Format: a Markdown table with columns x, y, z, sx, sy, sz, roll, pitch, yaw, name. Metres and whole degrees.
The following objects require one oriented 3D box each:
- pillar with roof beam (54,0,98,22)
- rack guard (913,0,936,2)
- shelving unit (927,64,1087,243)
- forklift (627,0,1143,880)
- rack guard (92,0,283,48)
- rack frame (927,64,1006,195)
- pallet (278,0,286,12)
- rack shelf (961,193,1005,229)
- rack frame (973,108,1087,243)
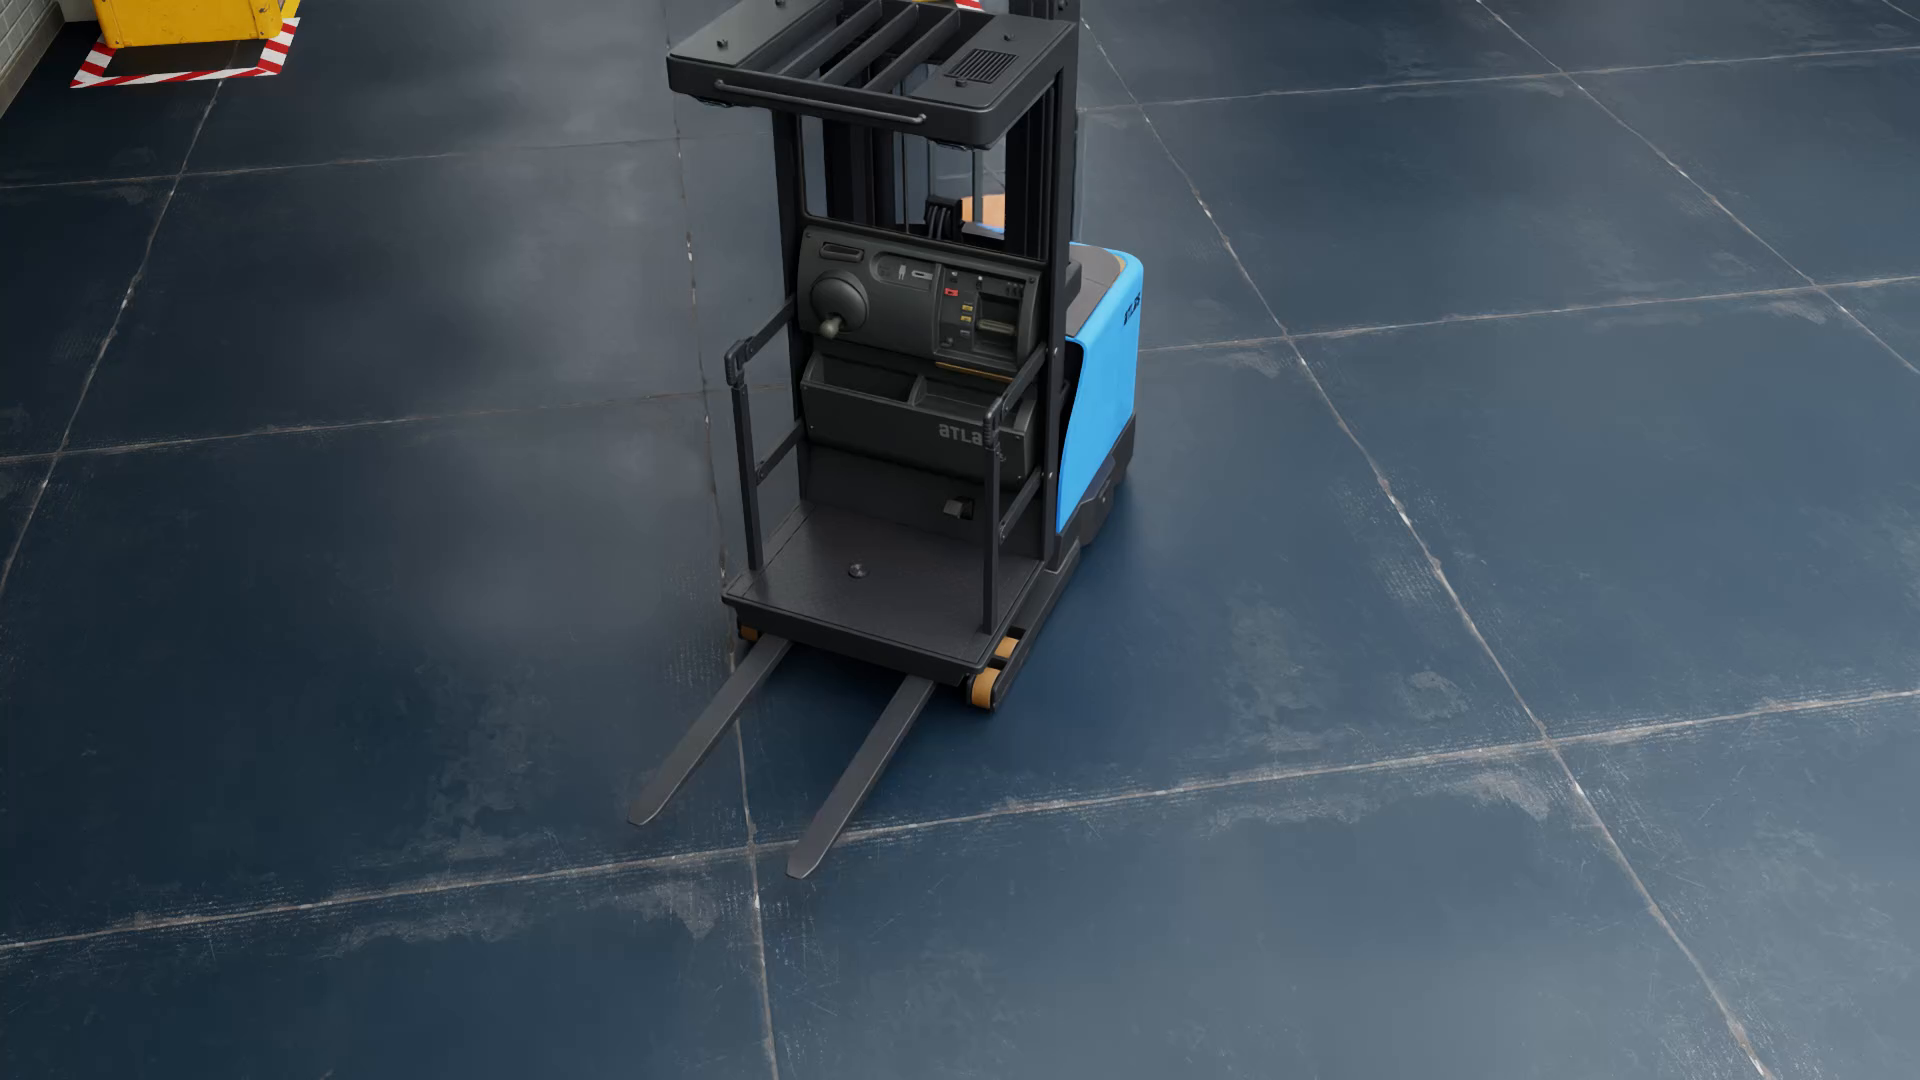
| x | y | z | sx | sy | sz | roll | pitch | yaw | name |
| --- | --- | --- | --- | --- | --- | --- | --- | --- | --- |
| -2.194 | -7.921 | 10.111 | 9.100 | 9.000 | 0.400 | -6 | 38 | -8 | pillar with roof beam |
| -0.578 | -4.292 | 12.368 | 1.175 | 0.500 | 0.348 | -6 | 38 | -8 | rack guard |
| 0.195 | -1.550 | 8.023 | 0.587 | 1.500 | 1.083 | -8 | 38 | -10 | shelving unit |
| -0.243 | -0.803 | 5.894 | 1.130 | 2.935 | 3.031 | 14 | 40 | 18 | forklift |
| -5.472 | -3.818 | 11.757 | 1.175 | 0.500 | 0.348 | -6 | 38 | -8 | rack guard |
| 0.089 | -1.850 | 8.408 | 0.500 | 1.500 | 0.032 | -8 | 38 | -10 | rack frame |
| -5.579 | -4.198 | 12.482 | 1.003 | 0.211 | 1.213 | -6 | 38 | -8 | pallet |
| 0.197 | -1.403 | 8.126 | 0.538 | 0.185 | 1.000 | -8 | 38 | -10 | rack shelf |
| 0.304 | -1.240 | 7.624 | 0.500 | 1.500 | 0.032 | -8 | 38 | -10 | rack frame |
